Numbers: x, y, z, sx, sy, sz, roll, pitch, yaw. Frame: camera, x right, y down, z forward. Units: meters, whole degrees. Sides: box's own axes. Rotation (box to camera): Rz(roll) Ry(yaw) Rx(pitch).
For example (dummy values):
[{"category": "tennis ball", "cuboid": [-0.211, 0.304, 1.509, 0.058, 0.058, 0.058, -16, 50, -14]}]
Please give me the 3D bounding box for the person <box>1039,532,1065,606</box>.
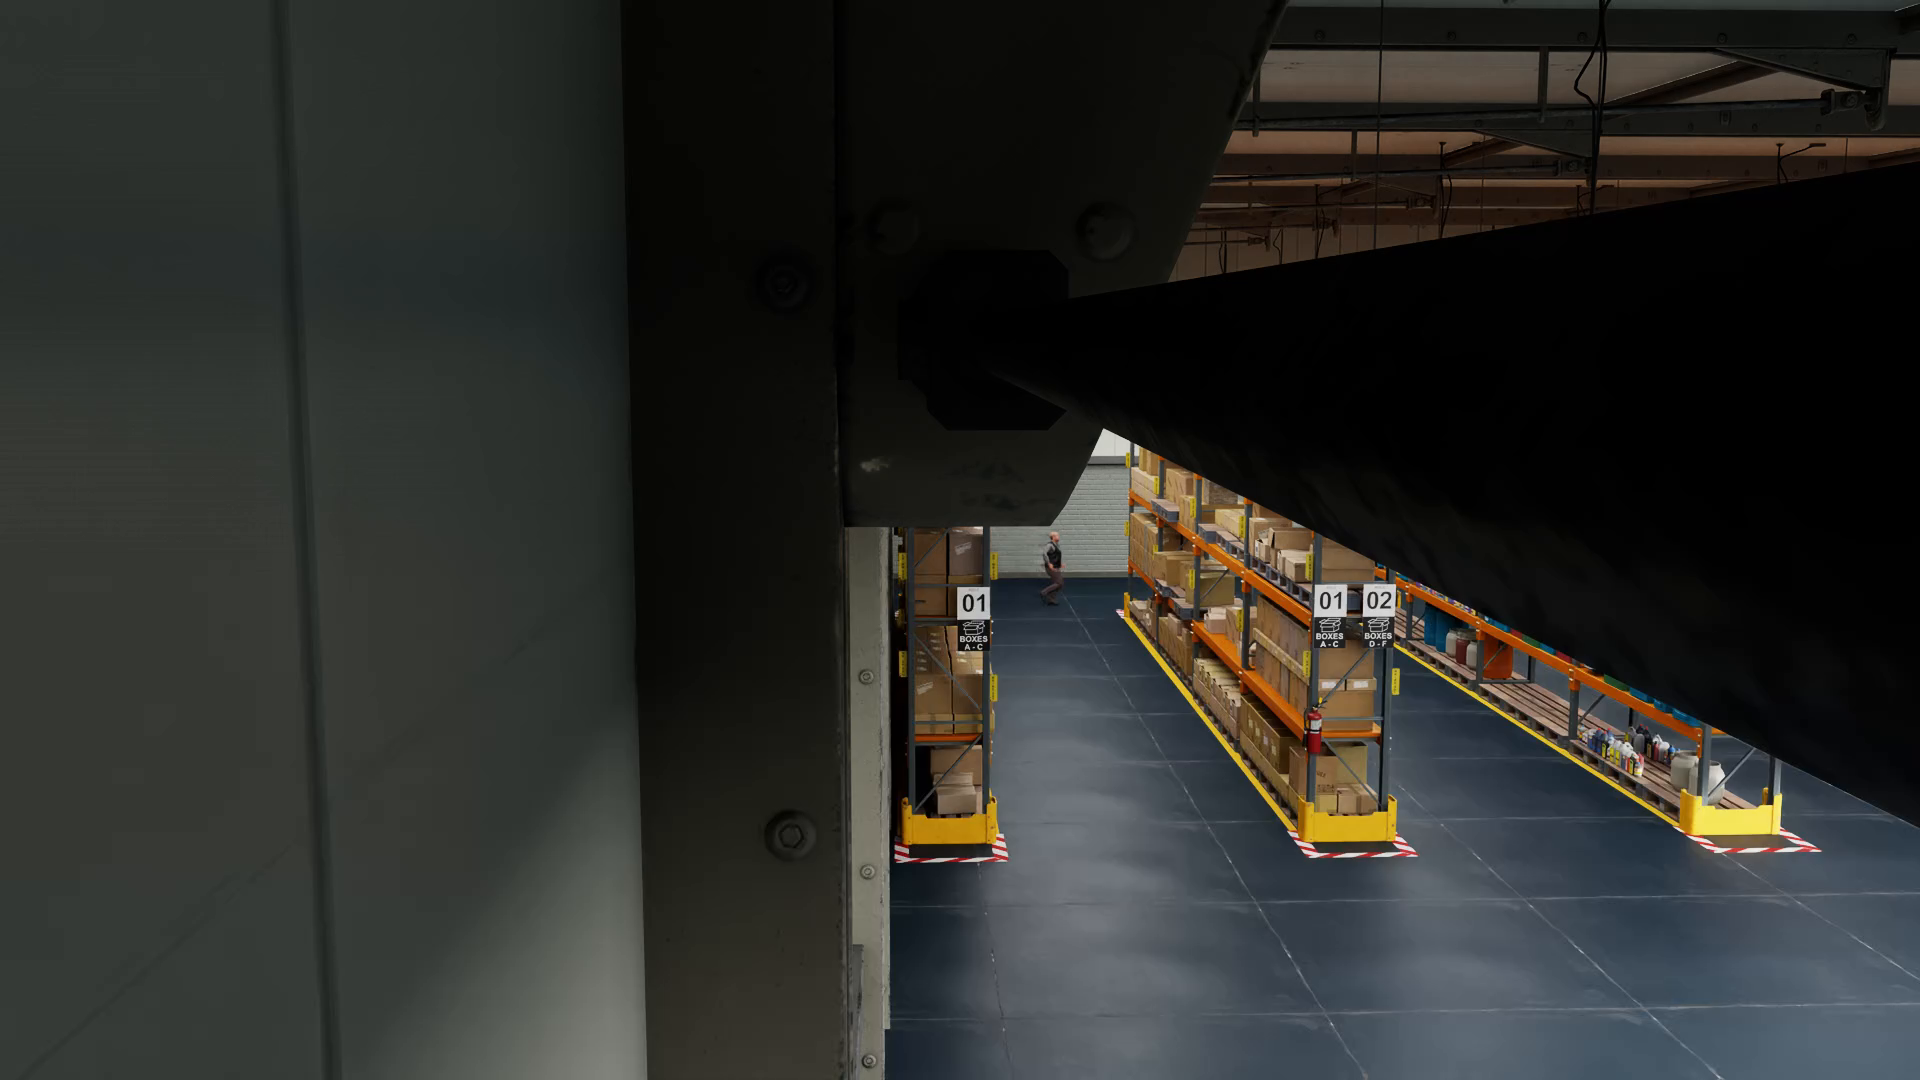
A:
[{"category": "person", "cuboid": [2.118, 0.650, 37.969, 0.544, 1.677, 0.691, 2, 7, 12]}]
